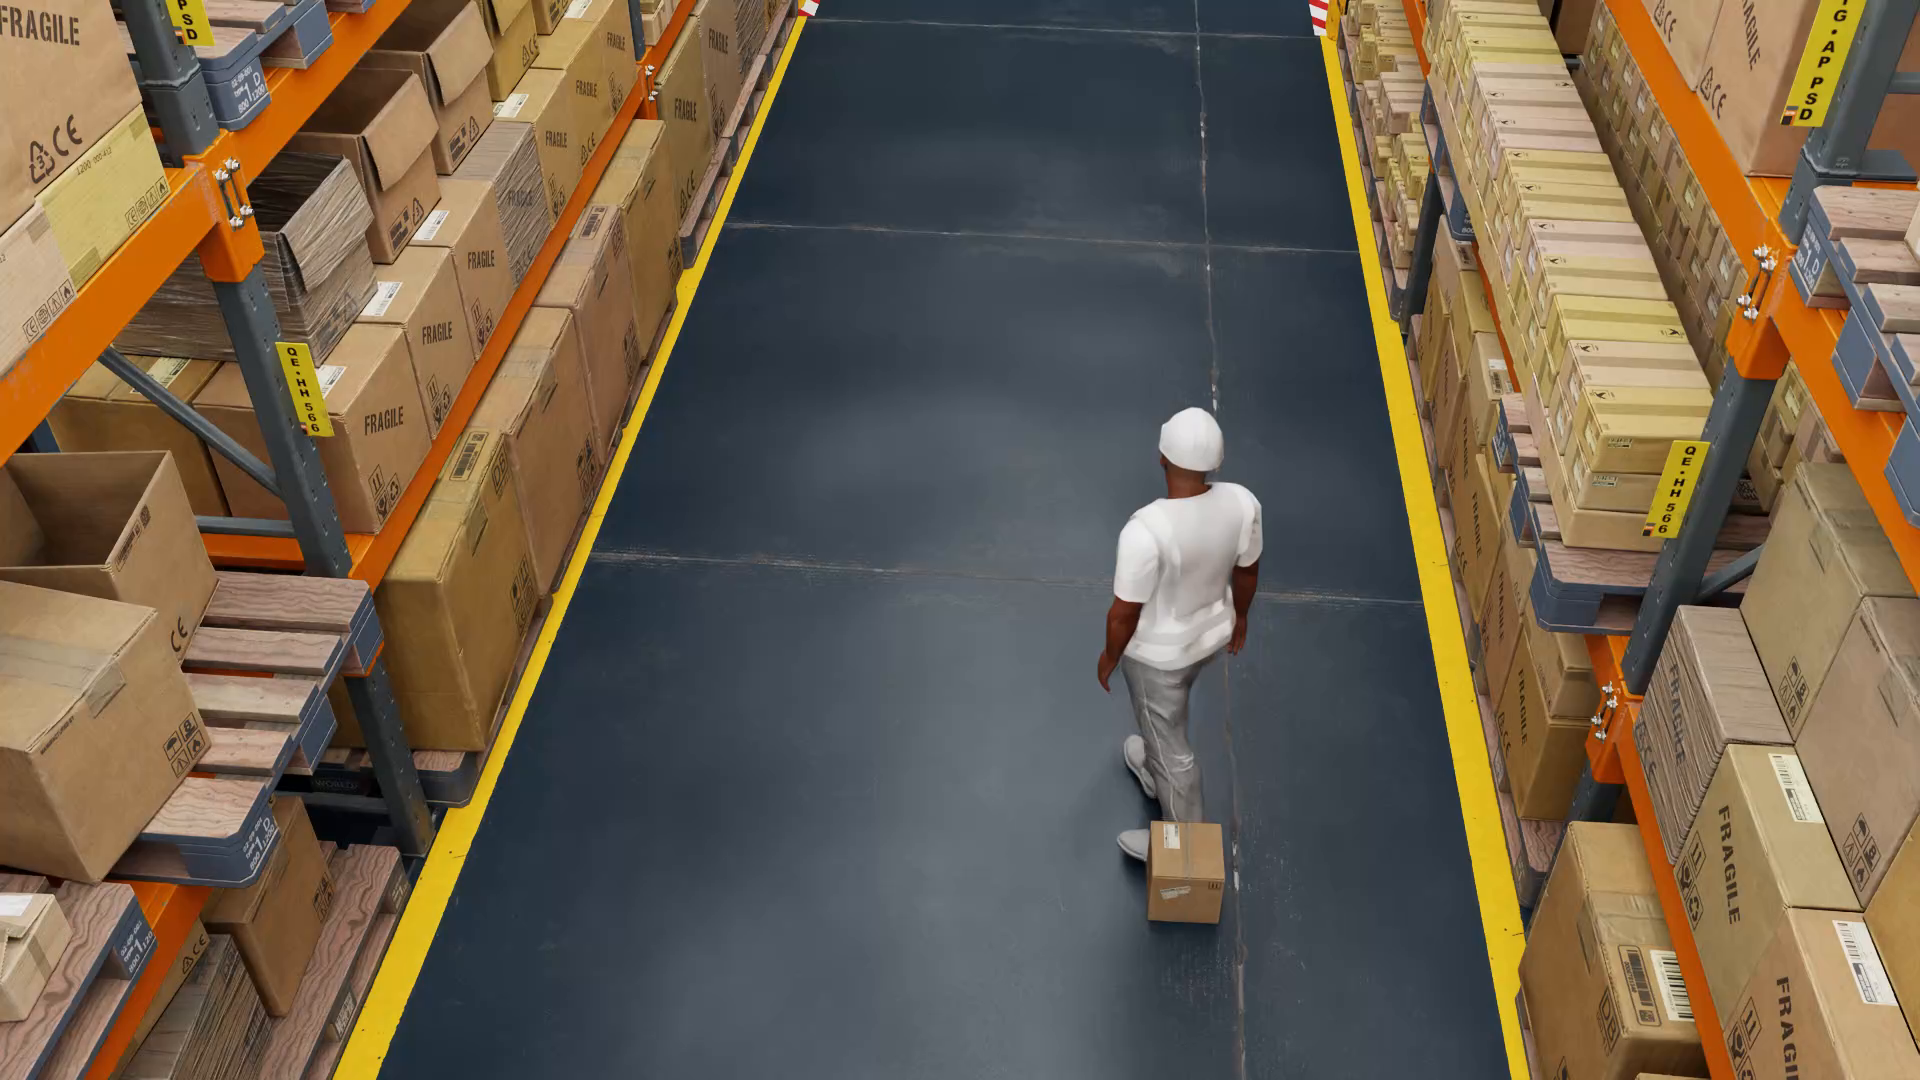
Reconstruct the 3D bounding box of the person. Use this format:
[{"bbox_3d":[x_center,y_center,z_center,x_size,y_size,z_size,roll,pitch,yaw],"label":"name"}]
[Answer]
[{"bbox_3d":[0.750,0.335,5.743,0.595,1.762,0.610,-26,46,-27],"label":"person"}]
